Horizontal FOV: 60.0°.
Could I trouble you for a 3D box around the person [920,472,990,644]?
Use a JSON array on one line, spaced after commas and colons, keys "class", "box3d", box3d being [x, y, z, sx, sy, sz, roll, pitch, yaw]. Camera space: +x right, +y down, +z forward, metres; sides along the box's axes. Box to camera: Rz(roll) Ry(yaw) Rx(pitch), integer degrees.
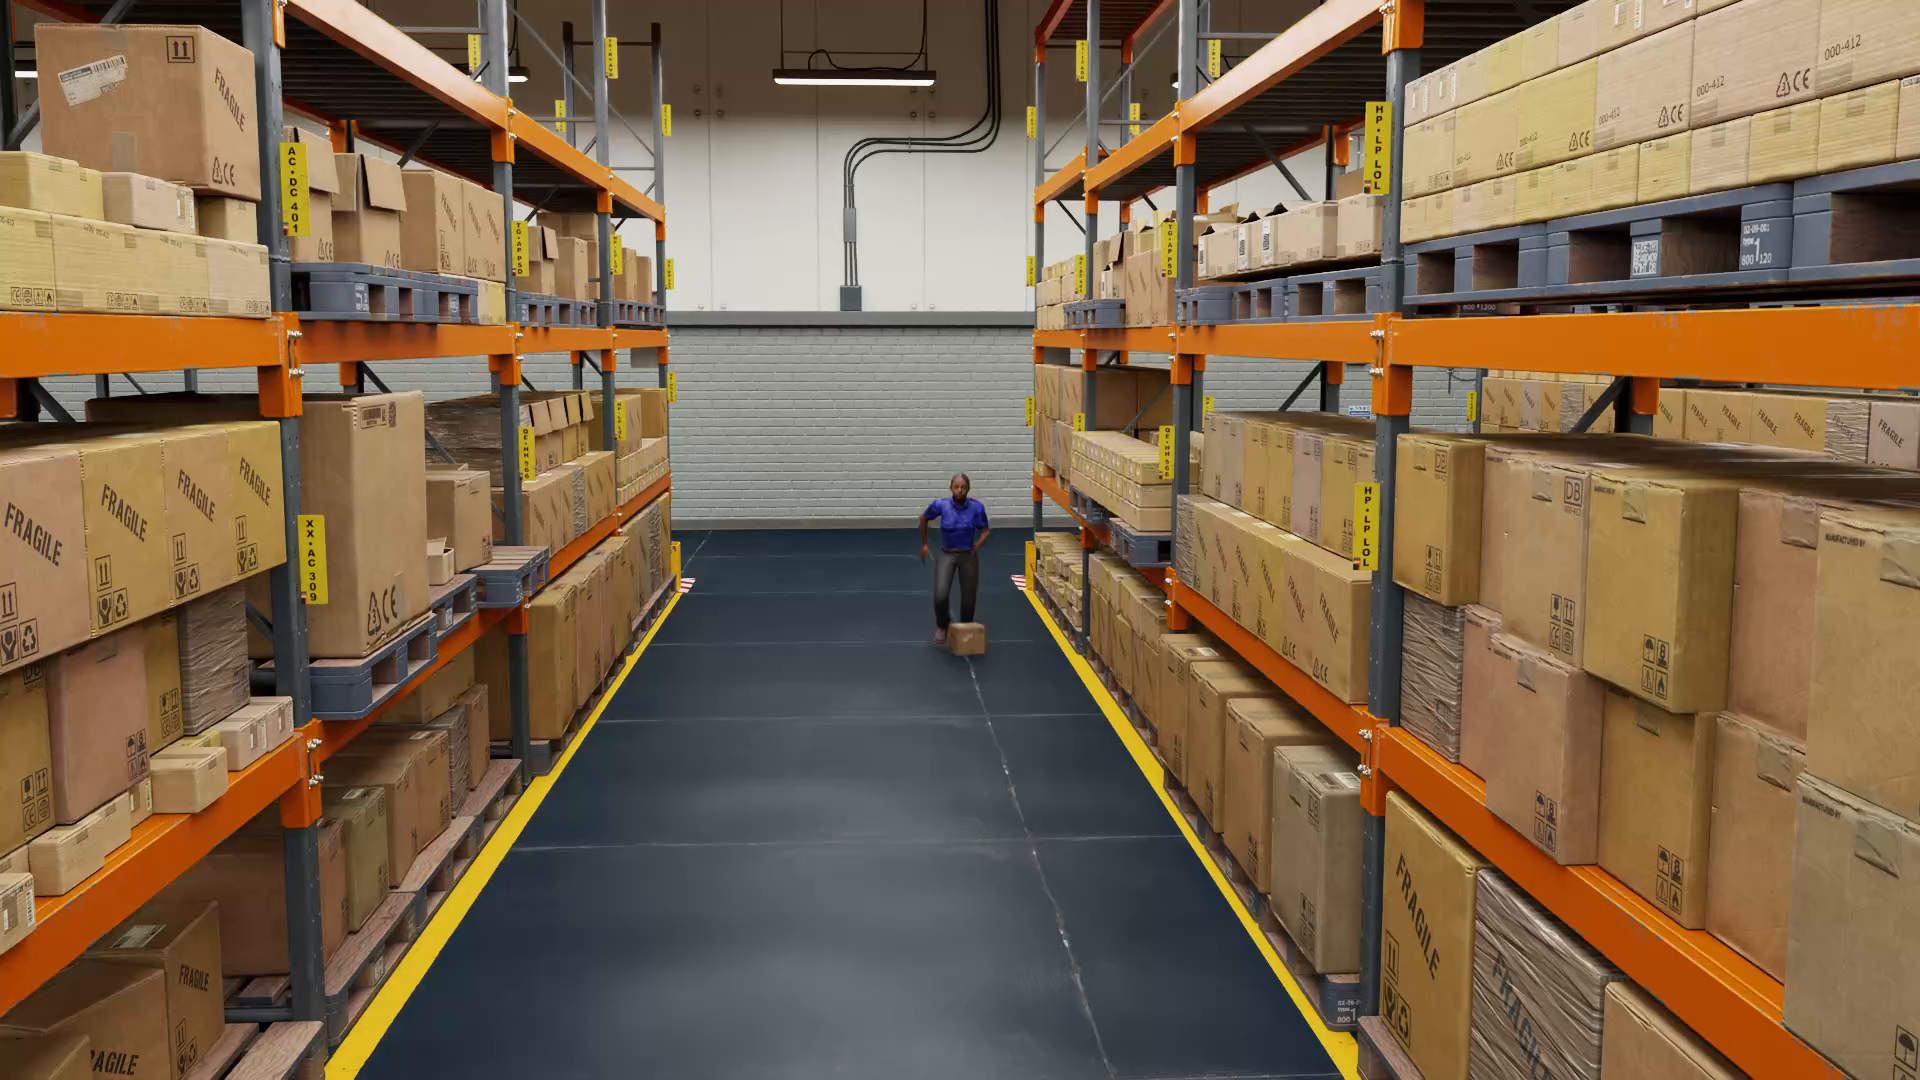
[{"class": "person", "box3d": [-0.036, 0.181, 14.595, 0.591, 1.572, 0.802, -1, 7, -9]}]
